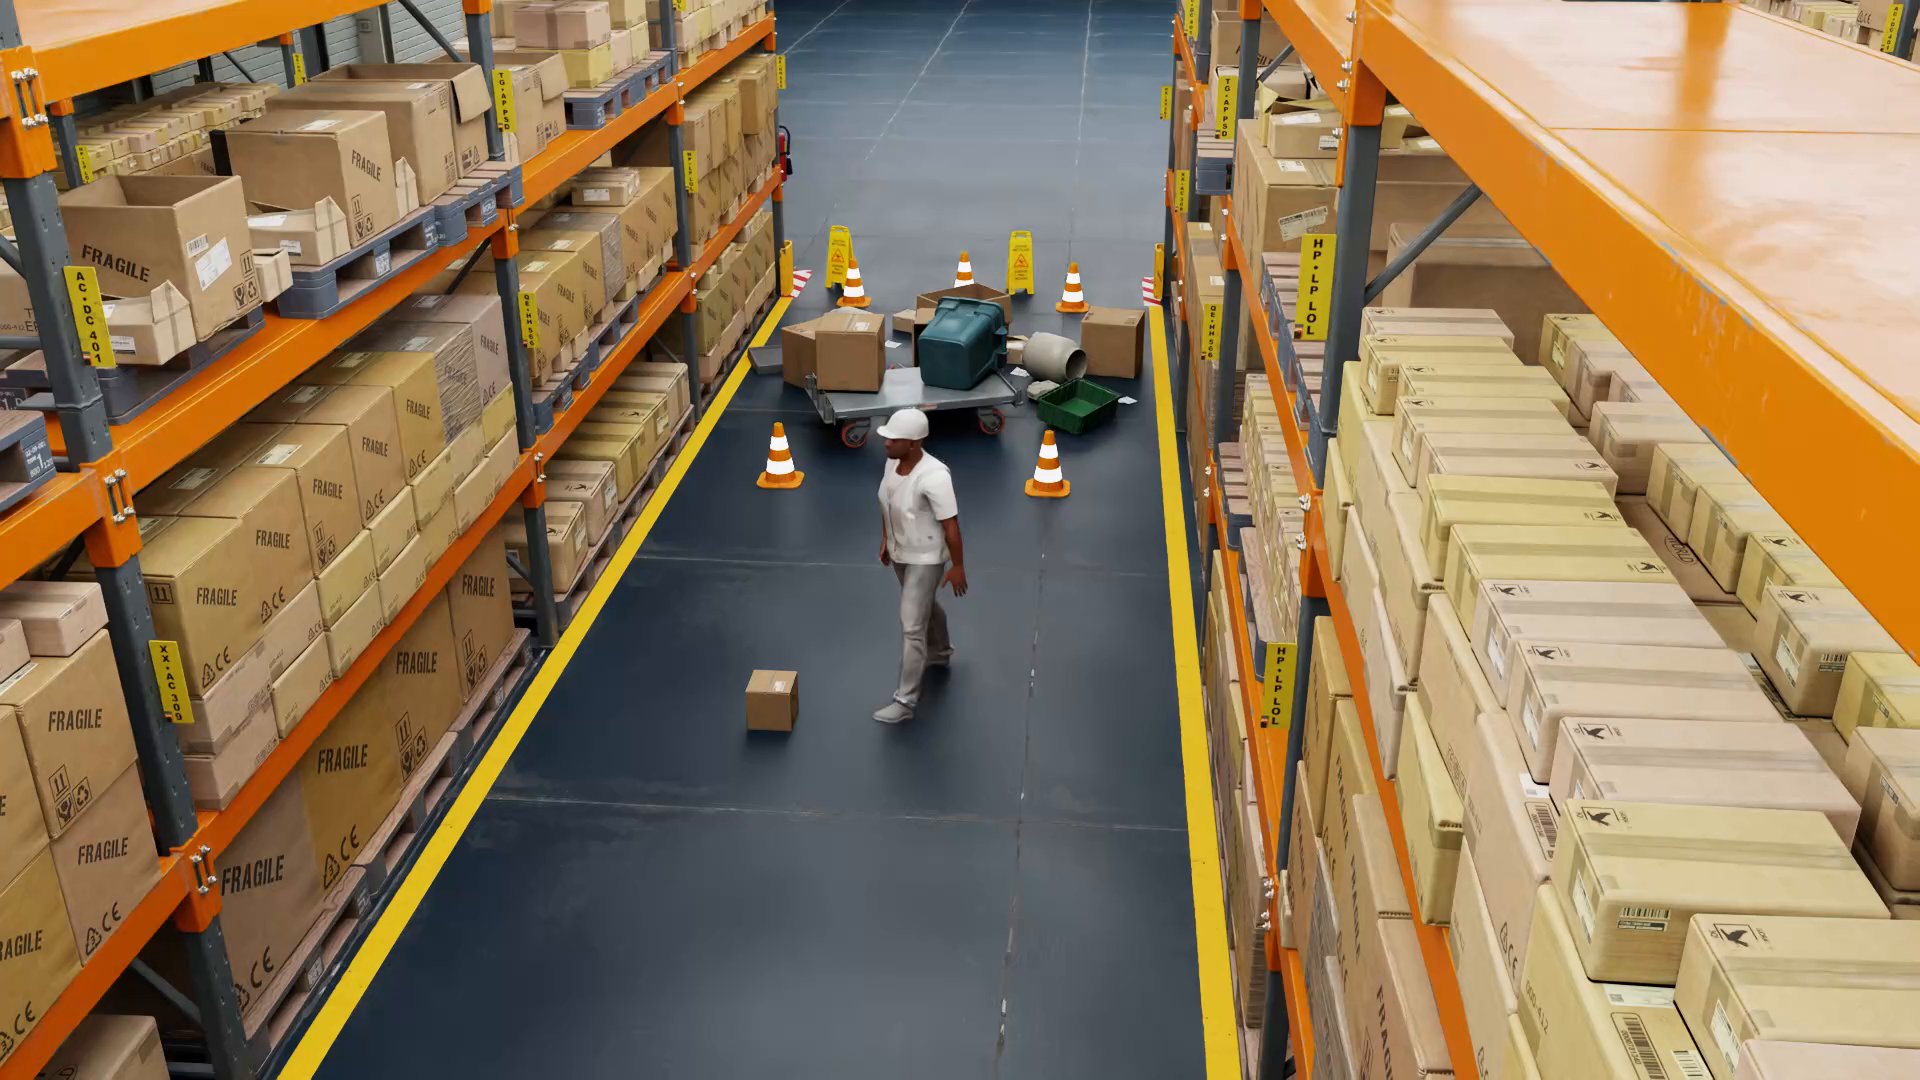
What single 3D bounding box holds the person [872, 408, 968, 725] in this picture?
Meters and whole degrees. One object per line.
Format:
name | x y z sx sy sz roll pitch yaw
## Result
person | -0.299 0.103 9.342 0.838 1.728 0.776 -14 28 -28
